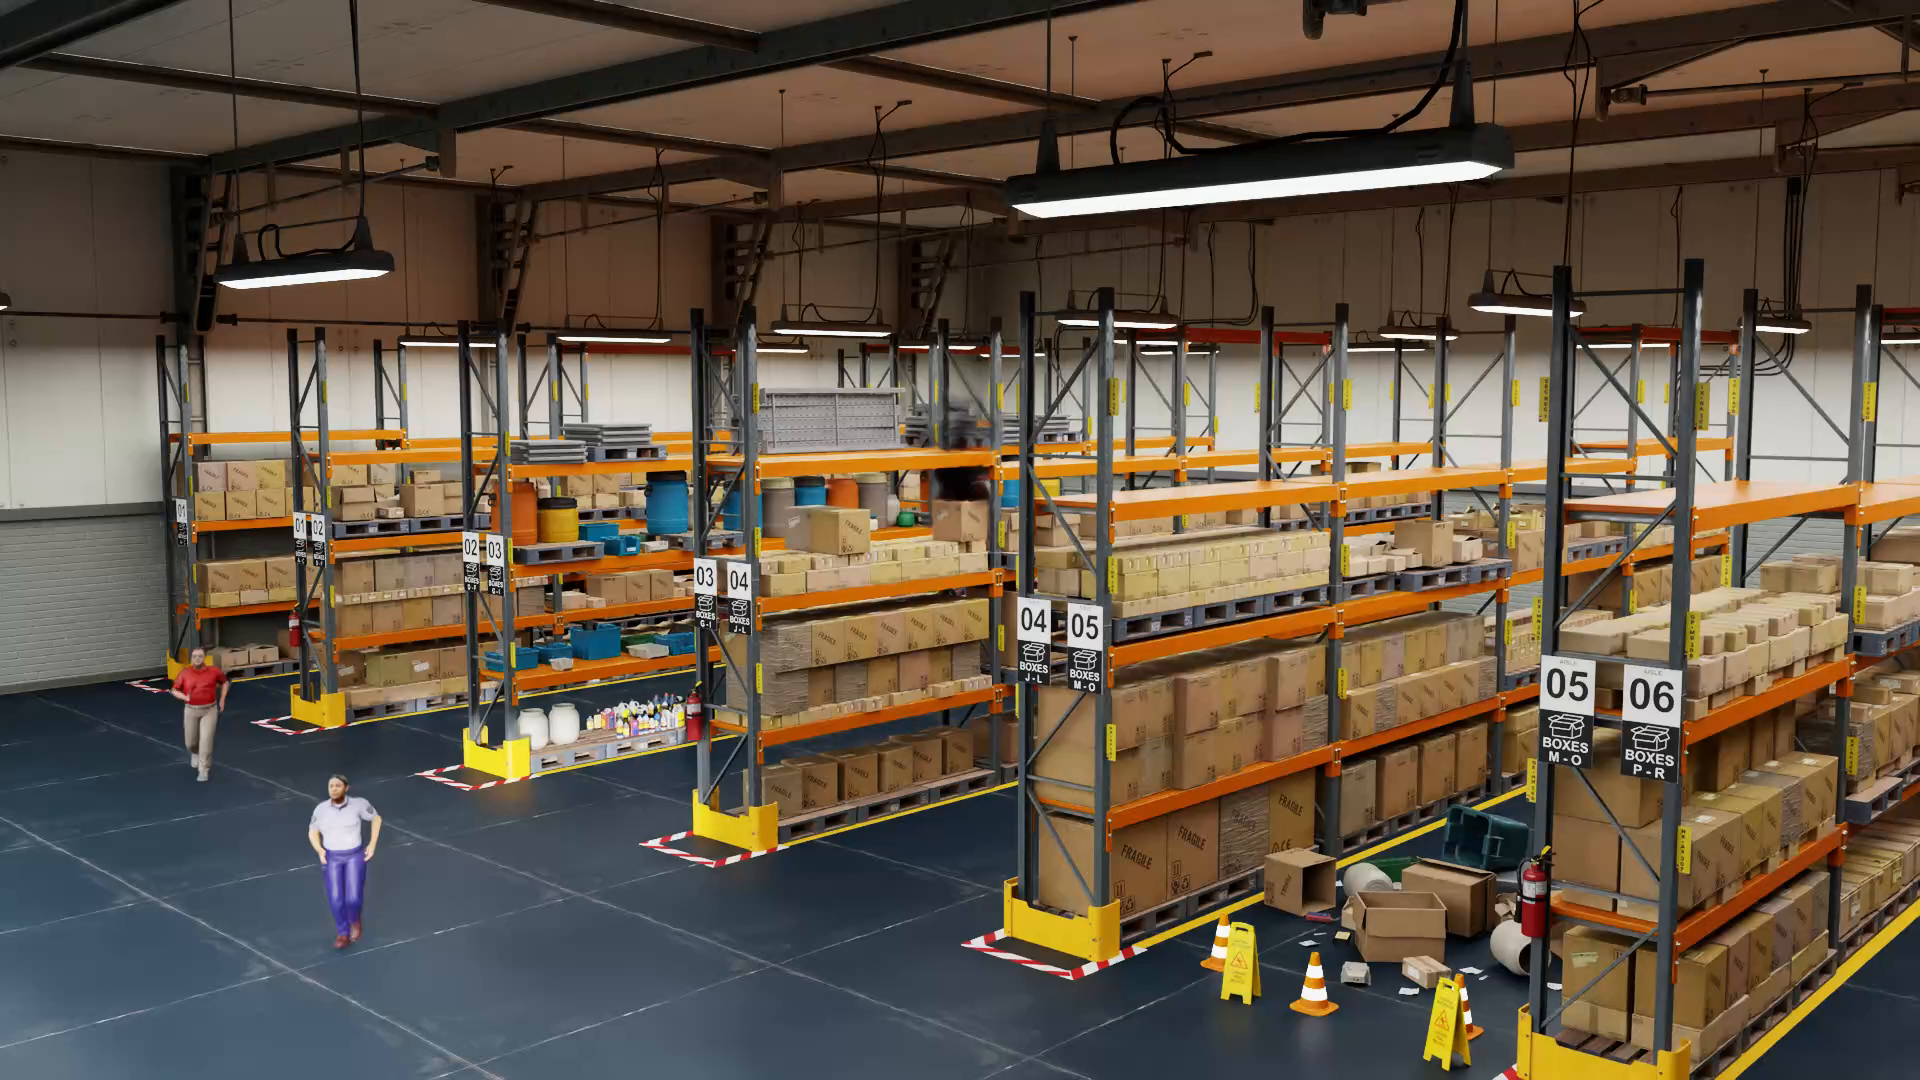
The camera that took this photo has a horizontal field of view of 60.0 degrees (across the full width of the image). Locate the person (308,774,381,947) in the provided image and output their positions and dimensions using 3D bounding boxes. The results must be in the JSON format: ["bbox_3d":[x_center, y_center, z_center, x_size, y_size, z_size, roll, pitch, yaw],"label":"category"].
[{"bbox_3d":[-5.639,2.941,15.209,0.617,1.604,0.528,-1,5,-11],"label":"person"}]

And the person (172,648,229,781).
[{"bbox_3d":[-9.966,2.261,21.836,0.675,1.695,0.857,-2,6,-21],"label":"person"}]
